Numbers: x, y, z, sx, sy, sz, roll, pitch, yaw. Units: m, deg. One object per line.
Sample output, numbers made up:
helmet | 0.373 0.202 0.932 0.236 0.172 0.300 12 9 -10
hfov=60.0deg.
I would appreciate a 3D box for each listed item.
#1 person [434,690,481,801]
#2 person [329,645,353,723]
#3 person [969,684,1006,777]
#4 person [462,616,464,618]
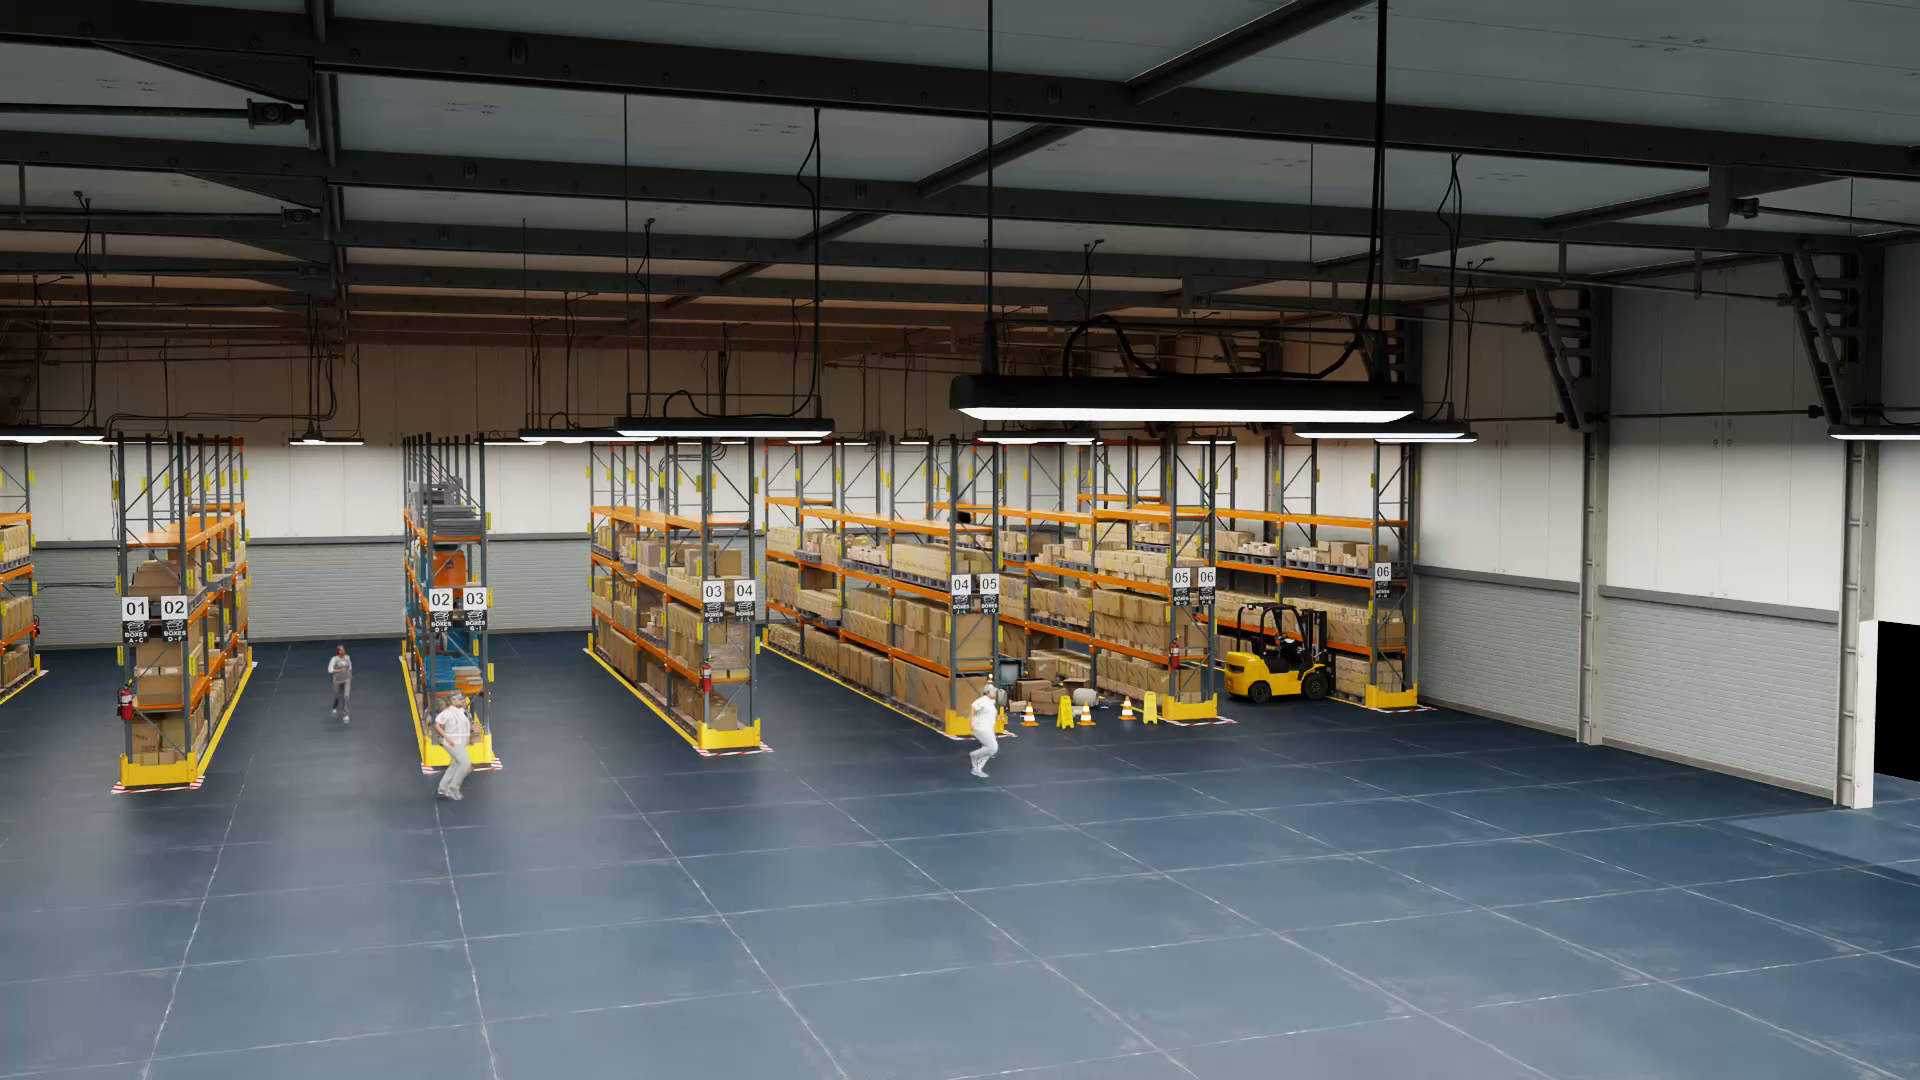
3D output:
person | -8.187 3.349 27.124 0.726 1.814 0.634 0 3 4
person | -12.923 2.973 34.697 0.534 1.593 0.890 -2 4 -36
person | 0.487 3.318 28.938 0.607 1.618 0.645 1 3 21
person | -14.369 2.192 48.125 0.778 1.759 0.681 0 3 -6
